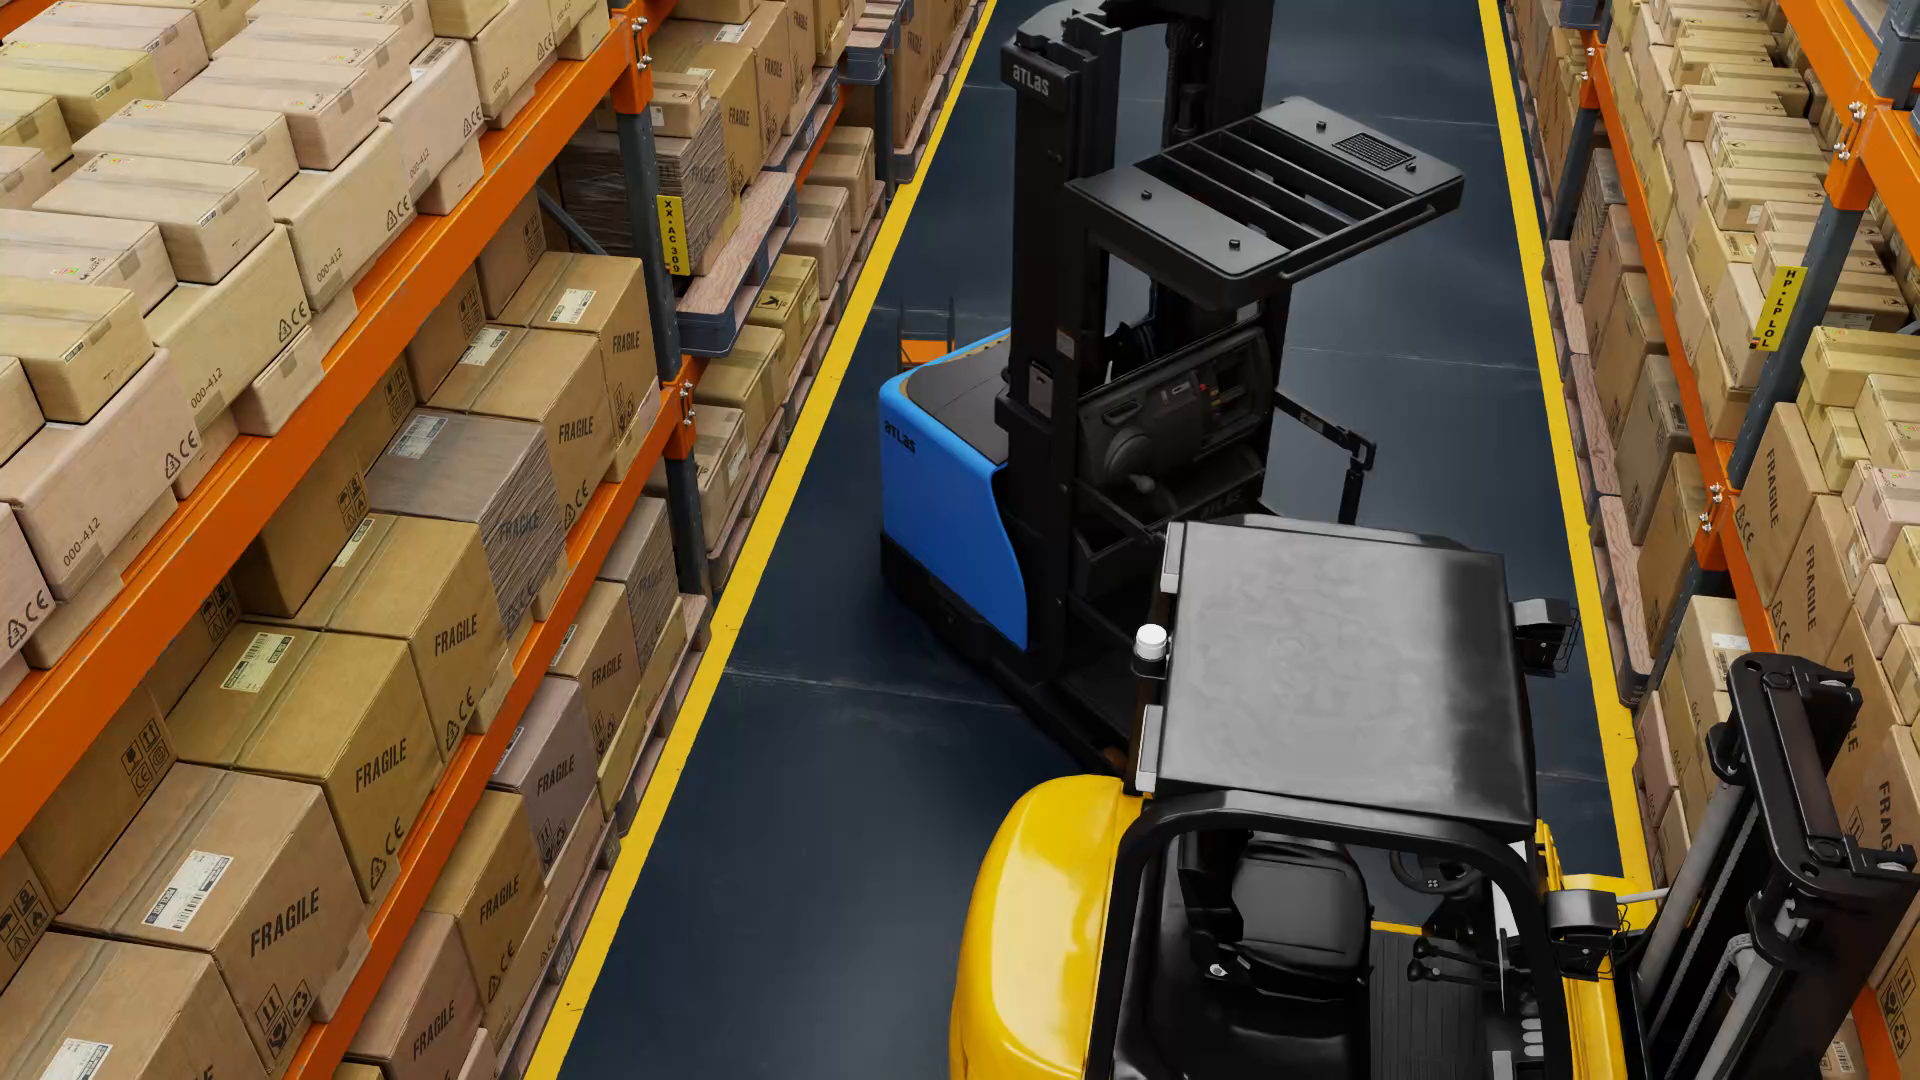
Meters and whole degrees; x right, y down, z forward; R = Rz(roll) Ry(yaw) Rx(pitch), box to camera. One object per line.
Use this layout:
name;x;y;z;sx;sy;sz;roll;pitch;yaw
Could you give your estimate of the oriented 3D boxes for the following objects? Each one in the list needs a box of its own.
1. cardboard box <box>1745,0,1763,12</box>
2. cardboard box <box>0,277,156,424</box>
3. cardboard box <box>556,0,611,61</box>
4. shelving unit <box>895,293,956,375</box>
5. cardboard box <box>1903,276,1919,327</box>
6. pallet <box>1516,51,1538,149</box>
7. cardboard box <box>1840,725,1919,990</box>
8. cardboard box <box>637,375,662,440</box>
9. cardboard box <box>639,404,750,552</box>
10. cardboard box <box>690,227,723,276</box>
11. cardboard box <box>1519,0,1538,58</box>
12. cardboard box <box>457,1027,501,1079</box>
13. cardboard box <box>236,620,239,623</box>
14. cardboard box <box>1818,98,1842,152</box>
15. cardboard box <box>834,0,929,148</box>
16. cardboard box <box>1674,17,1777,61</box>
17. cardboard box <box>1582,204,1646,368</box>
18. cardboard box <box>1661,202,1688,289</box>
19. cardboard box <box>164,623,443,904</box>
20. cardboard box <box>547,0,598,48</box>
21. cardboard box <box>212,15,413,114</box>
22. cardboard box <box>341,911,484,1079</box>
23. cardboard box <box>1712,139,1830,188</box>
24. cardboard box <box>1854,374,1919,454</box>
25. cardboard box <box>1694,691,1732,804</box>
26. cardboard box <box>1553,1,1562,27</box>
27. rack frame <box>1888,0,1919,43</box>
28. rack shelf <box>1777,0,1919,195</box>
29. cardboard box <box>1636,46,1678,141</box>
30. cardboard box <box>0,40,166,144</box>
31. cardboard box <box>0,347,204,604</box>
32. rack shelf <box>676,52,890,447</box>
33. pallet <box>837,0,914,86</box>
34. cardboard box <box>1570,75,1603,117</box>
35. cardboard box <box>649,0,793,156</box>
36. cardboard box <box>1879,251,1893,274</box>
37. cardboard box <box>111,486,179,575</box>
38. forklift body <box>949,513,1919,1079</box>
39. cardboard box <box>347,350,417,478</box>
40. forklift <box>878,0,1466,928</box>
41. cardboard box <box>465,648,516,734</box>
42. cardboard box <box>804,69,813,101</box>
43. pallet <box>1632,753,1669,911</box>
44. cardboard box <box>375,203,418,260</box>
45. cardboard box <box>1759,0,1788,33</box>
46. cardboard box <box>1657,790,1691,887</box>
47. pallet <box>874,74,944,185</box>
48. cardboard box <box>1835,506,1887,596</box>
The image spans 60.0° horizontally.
cardboard box;4.174;-2.639;8.410;0.500;0.250;0.500;7;40;9
cardboard box;-1.785;-0.367;3.154;0.380;0.149;0.250;6;40;8
cardboard box;-1.358;-1.678;5.366;0.380;0.149;0.250;7;40;8
shelving unit;-0.150;-0.556;7.577;0.258;1.200;0.189;2;40;2
cardboard box;3.557;-0.792;5.863;0.380;0.149;0.250;6;40;7
pallet;4.357;-2.970;11.273;1.003;0.211;1.213;6;40;8
cardboard box;2.683;0.865;4.368;0.500;0.500;0.500;7;40;8
cardboard box;-1.359;-0.519;6.318;0.380;0.149;0.250;6;40;7
cardboard box;-1.516;-0.330;7.624;0.950;0.372;0.625;7;40;8
cardboard box;-1.197;-1.228;6.846;0.380;0.149;0.250;7;40;8
cardboard box;4.191;-3.599;11.477;0.500;0.500;0.500;5;40;6
cardboard box;-1.789;1.762;5.190;0.500;0.250;0.500;8;40;9
cardboard box;-2.186;0.192;4.949;0.500;0.500;0.500;7;40;8
cardboard box;3.867;-1.743;7.014;0.380;0.149;0.250;7;40;8
cardboard box;-0.711;-3.129;10.615;0.875;0.875;0.875;6;40;7
cardboard box;3.521;-2.279;7.662;0.380;0.149;0.250;7;40;8
cardboard box;3.751;-1.262;8.554;0.875;0.625;0.625;8;40;9
cardboard box;3.313;-1.218;7.083;0.500;0.250;0.500;7;40;8
cardboard box;-1.768;0.594;4.462;0.500;0.500;0.500;6;40;7
cardboard box;-1.416;-1.756;5.147;0.500;0.250;0.500;6;40;7
cardboard box;-1.602;-1.173;4.129;0.380;0.149;0.250;7;40;8
cardboard box;-1.795;1.449;4.980;0.500;0.500;0.500;5;40;6
cardboard box;3.269;-1.482;6.698;0.380;0.149;0.250;5;40;7
cardboard box;2.999;-0.366;5.114;0.380;0.149;0.250;7;40;8
cardboard box;2.794;0.795;5.575;0.500;0.250;0.500;6;40;8
cardboard box;4.071;-3.432;10.767;0.380;0.149;0.250;5;40;6
rack frame;3.285;-2.618;3.951;1.000;3.000;0.127;6;40;8
rack shelf;3.631;-2.440;6.655;1.077;0.370;4.000;6;40;8
cardboard box;3.464;-2.059;7.709;0.500;0.250;0.500;5;40;7
cardboard box;-2.168;-1.071;4.006;0.380;0.149;0.250;7;40;9
cardboard box;-1.850;-0.155;3.210;0.500;0.250;0.500;6;40;7
rack shelf;-1.258;-1.829;8.270;1.077;0.370;4.000;6;40;8
pallet;-0.930;-2.829;9.064;1.213;0.211;1.003;6;40;8
cardboard box;3.814;-2.603;9.764;0.380;0.149;0.250;5;40;5
cardboard box;-1.055;-2.052;7.333;0.500;0.500;0.500;6;40;7
cardboard box;3.723;-1.046;6.483;0.500;0.250;0.500;6;40;7
cardboard box;-1.864;-0.068;3.418;0.380;0.149;0.250;6;40;7
forklift body;1.124;1.140;4.780;2.313;2.155;1.214;6;40;8
cardboard box;-2.117;-0.507;5.010;0.700;0.500;0.500;6;40;7
forklift;0.943;-0.407;6.039;1.130;2.935;3.031;-26;46;-28
cardboard box;-1.615;0.442;5.156;0.380;0.149;0.250;7;40;8
cardboard box;-0.927;-2.214;8.038;0.380;0.149;0.250;5;40;6
pallet;3.106;1.263;6.153;1.003;0.211;1.213;6;40;8
cardboard box;-1.679;-0.881;4.401;0.380;0.149;0.250;7;40;9
cardboard box;4.080;-2.546;7.985;0.380;0.149;0.250;6;40;8
cardboard box;2.803;1.179;5.895;0.500;0.250;0.500;6;40;7
pallet;-0.701;-2.773;11.035;1.003;0.211;1.213;6;40;8
cardboard box;2.794;0.052;4.842;0.380;0.149;0.250;7;40;9
